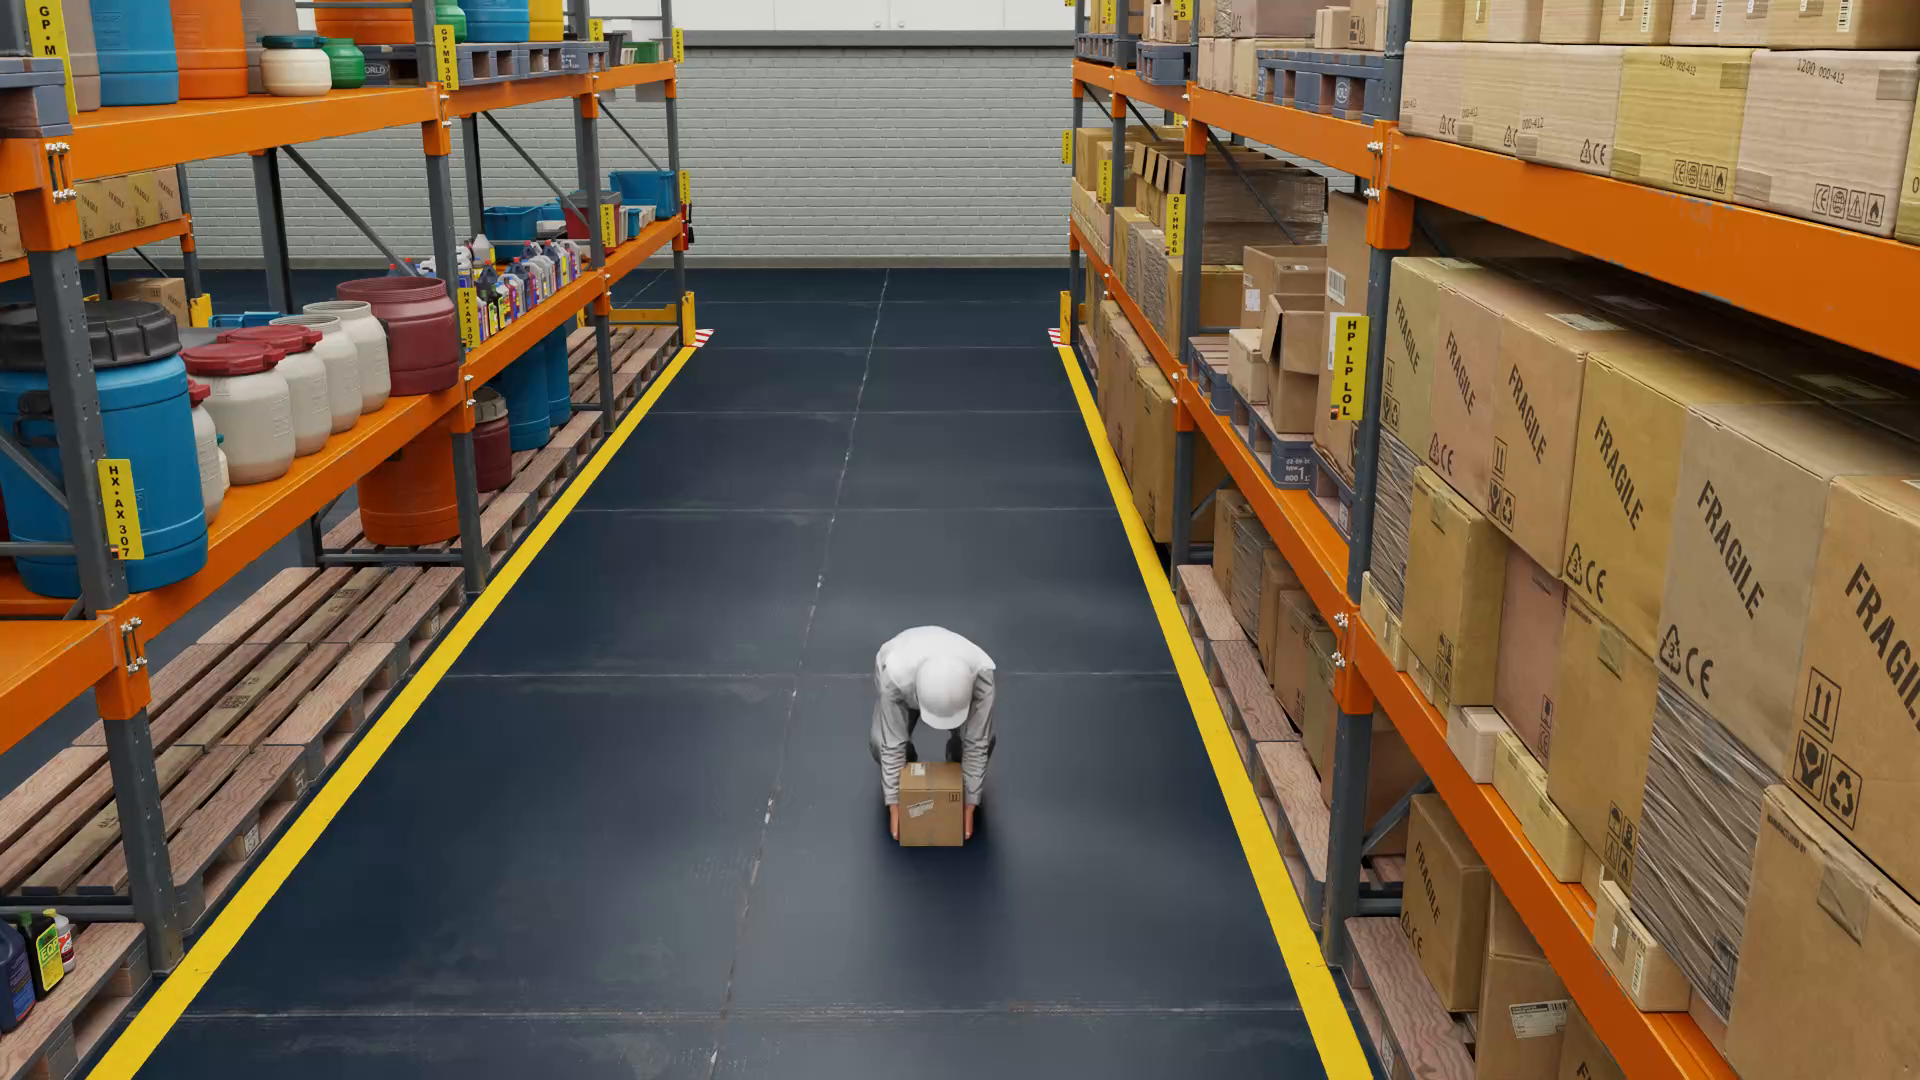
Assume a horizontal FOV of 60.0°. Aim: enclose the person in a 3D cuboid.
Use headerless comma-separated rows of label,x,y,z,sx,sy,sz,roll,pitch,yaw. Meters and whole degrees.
person,-0.113,0.757,6.862,0.526,0.870,0.957,0,17,-1
